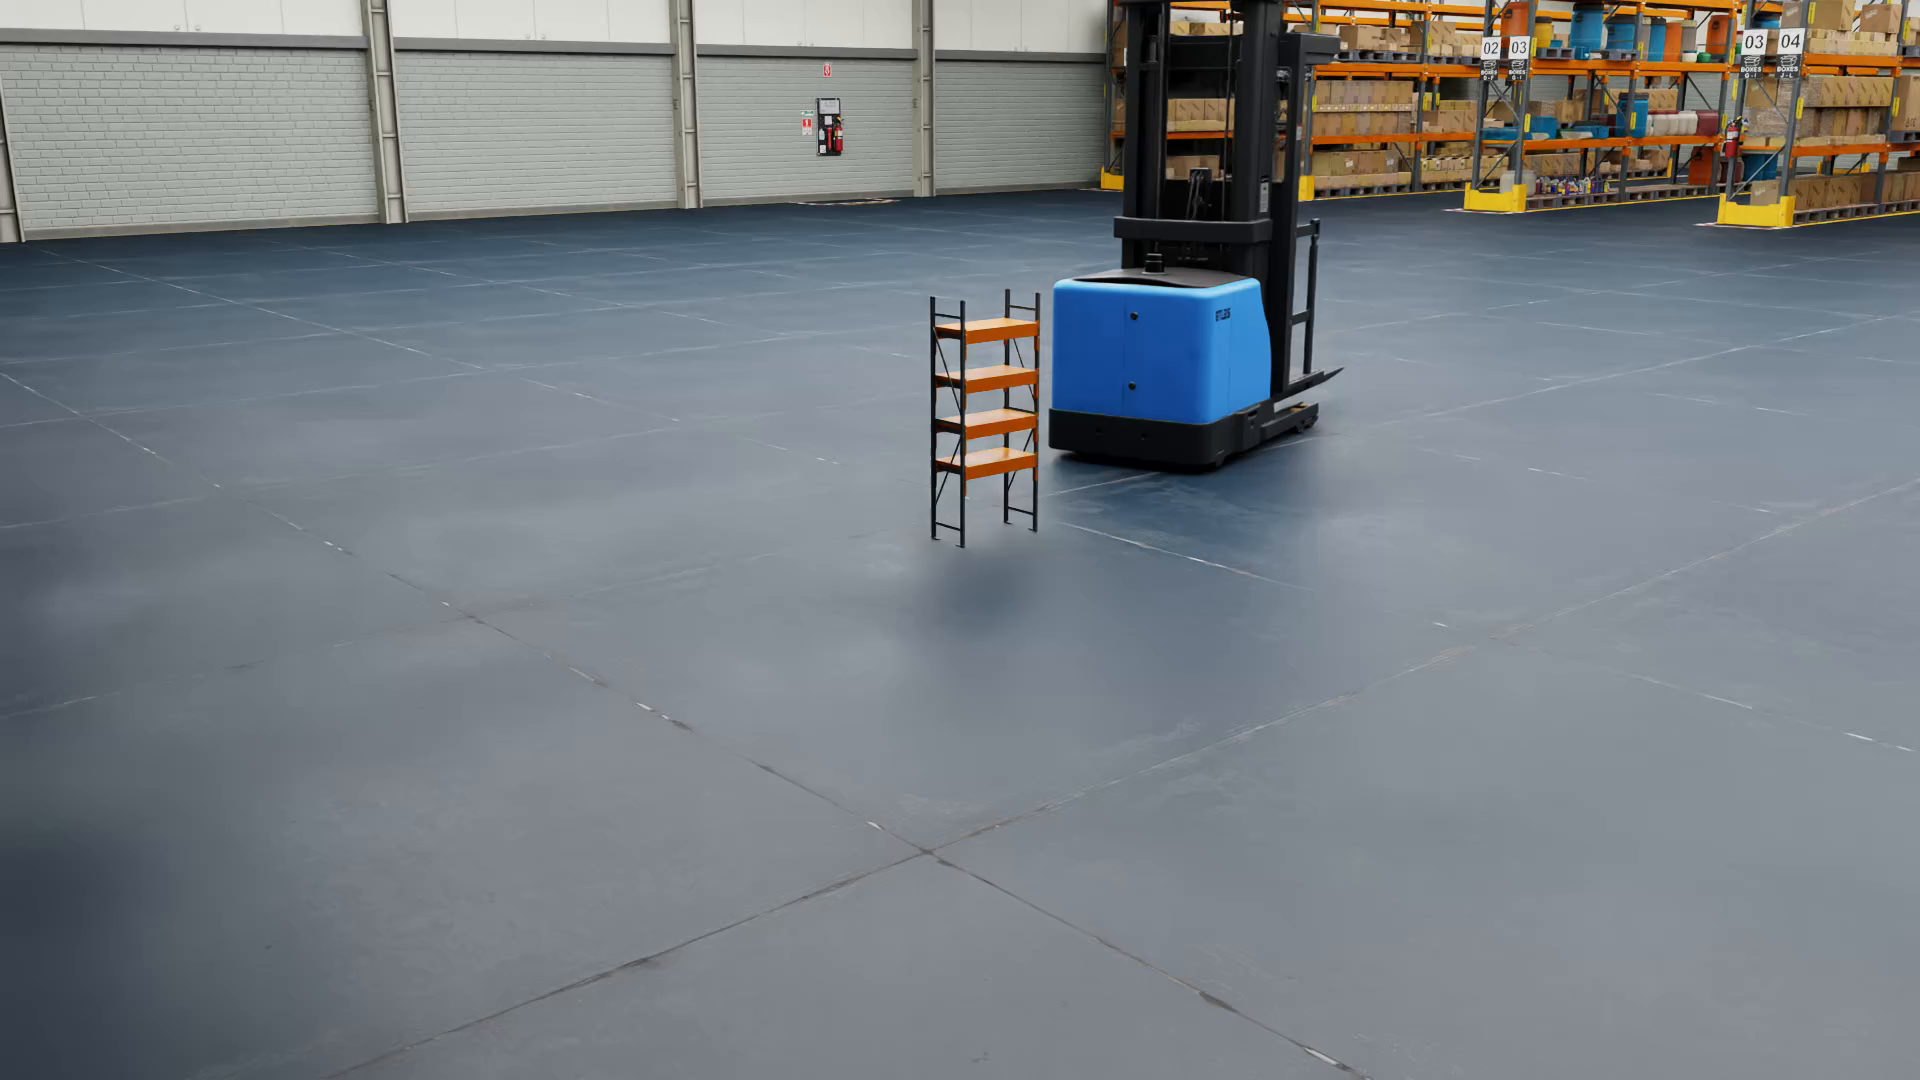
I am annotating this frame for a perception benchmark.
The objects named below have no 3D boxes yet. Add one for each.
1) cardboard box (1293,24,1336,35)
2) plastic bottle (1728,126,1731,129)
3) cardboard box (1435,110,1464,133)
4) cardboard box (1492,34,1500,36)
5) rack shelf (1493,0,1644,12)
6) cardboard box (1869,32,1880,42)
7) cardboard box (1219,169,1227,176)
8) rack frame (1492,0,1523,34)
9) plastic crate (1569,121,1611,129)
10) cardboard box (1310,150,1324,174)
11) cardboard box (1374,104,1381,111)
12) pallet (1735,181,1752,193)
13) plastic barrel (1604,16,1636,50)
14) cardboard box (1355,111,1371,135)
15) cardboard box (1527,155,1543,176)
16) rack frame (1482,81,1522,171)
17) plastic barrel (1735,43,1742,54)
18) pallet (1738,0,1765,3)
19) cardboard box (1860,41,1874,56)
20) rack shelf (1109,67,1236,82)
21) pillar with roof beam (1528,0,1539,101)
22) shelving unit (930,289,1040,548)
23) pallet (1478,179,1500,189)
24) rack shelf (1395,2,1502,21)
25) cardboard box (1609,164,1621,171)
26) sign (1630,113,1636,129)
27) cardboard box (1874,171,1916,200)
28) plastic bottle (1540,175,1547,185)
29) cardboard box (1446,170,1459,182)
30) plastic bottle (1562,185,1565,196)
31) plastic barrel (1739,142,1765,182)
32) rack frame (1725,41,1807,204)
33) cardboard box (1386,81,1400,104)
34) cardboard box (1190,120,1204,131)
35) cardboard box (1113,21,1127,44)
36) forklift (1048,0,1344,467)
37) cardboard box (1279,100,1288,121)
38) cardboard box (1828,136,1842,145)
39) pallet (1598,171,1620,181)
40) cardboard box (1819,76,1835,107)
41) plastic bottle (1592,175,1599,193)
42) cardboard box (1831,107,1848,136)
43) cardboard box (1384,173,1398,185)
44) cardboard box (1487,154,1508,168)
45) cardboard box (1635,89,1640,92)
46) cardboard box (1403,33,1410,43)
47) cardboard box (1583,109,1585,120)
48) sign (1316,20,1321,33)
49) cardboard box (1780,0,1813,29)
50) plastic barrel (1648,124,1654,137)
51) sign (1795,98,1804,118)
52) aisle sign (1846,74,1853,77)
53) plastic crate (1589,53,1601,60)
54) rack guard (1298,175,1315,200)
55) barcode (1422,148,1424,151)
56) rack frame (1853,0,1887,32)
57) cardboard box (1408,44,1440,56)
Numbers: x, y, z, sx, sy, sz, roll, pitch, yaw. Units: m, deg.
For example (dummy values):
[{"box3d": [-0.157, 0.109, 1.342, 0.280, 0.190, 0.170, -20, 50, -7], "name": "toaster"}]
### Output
[{"box3d": [7.473, -10.632, 35.142, 0.637, 0.503, 0.797, -11, 18, -36], "name": "cardboard box"}, {"box3d": [17.038, -9.101, 36.894, 0.097, 0.201, 0.097, 0, 15, 0], "name": "plastic bottle"}, {"box3d": [11.419, -9.792, 38.904, 0.500, 0.500, 0.500, -13, 19, -39], "name": "cardboard box"}, {"box3d": [15.094, -14.170, 47.504, 0.500, 0.500, 0.500, -12, 19, -38], "name": "cardboard box"}, {"box3d": [11.794, -10.497, 32.279, 4.000, 0.370, 1.077, -13, 19, -39], "name": "rack shelf"}, {"box3d": [15.913, -8.833, 29.213, 0.250, 0.149, 0.380, -13, 20, -41], "name": "cardboard box"}, {"box3d": [6.416, -9.154, 41.346, 0.380, 0.166, 0.250, 13, 20, 40], "name": "cardboard box"}, {"box3d": [15.852, -15.338, 48.234, 0.127, 3.000, 1.000, -13, 19, -39], "name": "rack frame"}, {"box3d": [12.824, -8.384, 33.946, 0.504, 0.338, 0.767, -13, 19, -39], "name": "plastic crate"}, {"box3d": [7.990, -8.323, 36.659, 0.500, 0.500, 0.500, -13, 19, -39], "name": "cardboard box"}, {"box3d": [9.031, -9.502, 36.560, 0.250, 0.149, 0.380, -12, 19, -38], "name": "cardboard box"}, {"box3d": [17.808, -8.156, 38.374, 1.213, 0.211, 1.003, -13, 19, -39], "name": "pallet"}, {"box3d": [13.544, -10.298, 34.206, 0.708, 0.901, 0.600, -13, 19, -39], "name": "plastic barrel"}, {"box3d": [8.563, -9.153, 36.511, 0.500, 0.500, 0.700, -12, 19, -38], "name": "cardboard box"}, {"box3d": [13.994, -9.237, 41.009, 0.500, 0.500, 0.500, -14, 20, -41], "name": "cardboard box"}, {"box3d": [13.072, -10.121, 40.327, 0.127, 3.000, 1.000, -13, 19, -39], "name": "rack frame"}, {"box3d": [17.271, -10.867, 36.797, 0.294, 0.245, 0.294, 0, 15, 0], "name": "plastic barrel"}, {"box3d": [16.885, -11.886, 36.451, 1.003, 0.211, 1.213, -13, 19, -39], "name": "pallet"}, {"box3d": [15.600, -8.589, 29.070, 0.500, 0.250, 0.500, -13, 20, -40], "name": "cardboard box"}, {"box3d": [5.291, -11.170, 39.835, 4.000, 0.370, 1.077, -13, 19, -39], "name": "rack shelf"}, {"box3d": [20.147, -15.126, 47.439, 0.400, 9.000, 9.100, -13, 19, -39], "name": "pillar with roof beam"}, {"box3d": [0.125, -0.608, 8.200, 0.503, 1.200, 0.258, -13, 19, -39], "name": "shelving unit"}, {"box3d": [12.425, -8.642, 40.193, 1.213, 0.211, 1.003, -13, 19, -39], "name": "pallet"}, {"box3d": [11.563, -12.139, 38.428, 4.000, 0.370, 1.077, -13, 19, -39], "name": "rack shelf"}, {"box3d": [17.194, -9.819, 43.837, 0.250, 0.166, 0.380, -13, 19, -39], "name": "cardboard box"}, {"box3d": [13.656, -8.503, 33.734, 0.005, 0.325, 0.100, -13, 19, -39], "name": "sign"}, {"box3d": [17.825, -6.791, 31.851, 0.700, 0.500, 0.500, 14, 20, 42], "name": "cardboard box"}, {"box3d": [11.818, -7.219, 33.746, 0.185, 0.351, 0.144, -12, 19, -37], "name": "plastic bottle"}, {"box3d": [11.296, -8.512, 38.819, 0.500, 0.250, 0.500, -13, 20, -41], "name": "cardboard box"}, {"box3d": [11.936, -6.925, 32.933, 0.097, 0.201, 0.097, 0, 15, 0], "name": "plastic bottle"}, {"box3d": [18.382, -8.814, 38.686, 0.708, 0.901, 0.600, -13, 19, -39], "name": "plastic barrel"}, {"box3d": [13.537, -6.836, 28.031, 0.127, 3.000, 1.000, -13, 19, -39], "name": "rack frame"}, {"box3d": [9.343, -9.956, 37.002, 0.500, 0.500, 0.700, -13, 20, -39], "name": "cardboard box"}, {"box3d": [5.512, -9.948, 39.933, 0.500, 0.250, 0.500, -12, 19, -39], "name": "cardboard box"}, {"box3d": [3.936, -11.843, 38.793, 0.500, 0.500, 0.500, -12, 19, -37], "name": "cardboard box"}, {"box3d": [1.727, -2.171, 10.698, 1.130, 2.935, 3.031, 9, 17, 30], "name": "forklift"}, {"box3d": [8.108, -10.958, 42.416, 0.500, 0.500, 0.700, -10, 18, -32], "name": "cardboard box"}, {"box3d": [15.103, -6.952, 28.951, 0.250, 0.149, 0.380, -13, 19, -39], "name": "cardboard box"}, {"box3d": [16.608, -9.567, 43.658, 1.213, 0.211, 1.003, -13, 19, -39], "name": "pallet"}, {"box3d": [14.512, -7.635, 28.312, 0.500, 0.500, 0.500, -13, 19, -39], "name": "cardboard box"}, {"box3d": [12.861, -7.213, 33.722, 0.185, 0.351, 0.144, -14, 20, -42], "name": "plastic bottle"}, {"box3d": [15.058, -7.383, 29.307, 0.500, 0.500, 0.875, -13, 19, -39], "name": "cardboard box"}, {"box3d": [9.464, -8.114, 37.327, 0.500, 0.250, 0.500, -13, 19, -39], "name": "cardboard box"}, {"box3d": [12.838, -9.129, 40.043, 0.500, 0.311, 0.500, -12, 19, -38], "name": "cardboard box"}, {"box3d": [17.406, -11.529, 43.468, 0.500, 0.500, 0.500, -13, 20, -41], "name": "cardboard box"}, {"box3d": [12.084, -13.711, 45.455, 0.500, 0.250, 0.500, -11, 18, -35], "name": "cardboard box"}, {"box3d": [16.298, -10.981, 43.355, 0.500, 0.500, 0.500, -12, 19, -38], "name": "cardboard box"}, {"box3d": [7.396, -10.566, 34.335, 0.005, 0.325, 0.100, -13, 19, -39], "name": "sign"}, {"box3d": [14.540, -9.031, 28.695, 0.500, 0.500, 0.500, -13, 19, -39], "name": "cardboard box"}, {"box3d": [14.402, -8.606, 34.923, 0.301, 0.262, 0.301, 0, 15, 0], "name": "plastic barrel"}, {"box3d": [13.893, -7.149, 27.524, 0.005, 0.325, 0.100, -13, 19, -39], "name": "sign"}, {"box3d": [22.215, -11.837, 41.714, 0.004, 0.787, 0.394, -13, 19, -39], "name": "aisle sign"}, {"box3d": [12.357, -9.449, 32.512, 0.396, 0.136, 0.243, -13, 19, -39], "name": "plastic crate"}, {"box3d": [7.018, -7.554, 35.560, 0.348, 0.500, 1.175, -13, 19, -39], "name": "rack guard"}, {"box3d": [10.520, -8.874, 37.790, 0.075, 0.075, 0.001, -13, 19, -39], "name": "barcode"}, {"box3d": [22.355, -13.409, 41.014, 0.127, 3.000, 1.000, -13, 19, -39], "name": "rack frame"}, {"box3d": [10.525, -11.125, 37.752, 0.500, 0.250, 0.500, -10, 18, -34], "name": "cardboard box"}]
